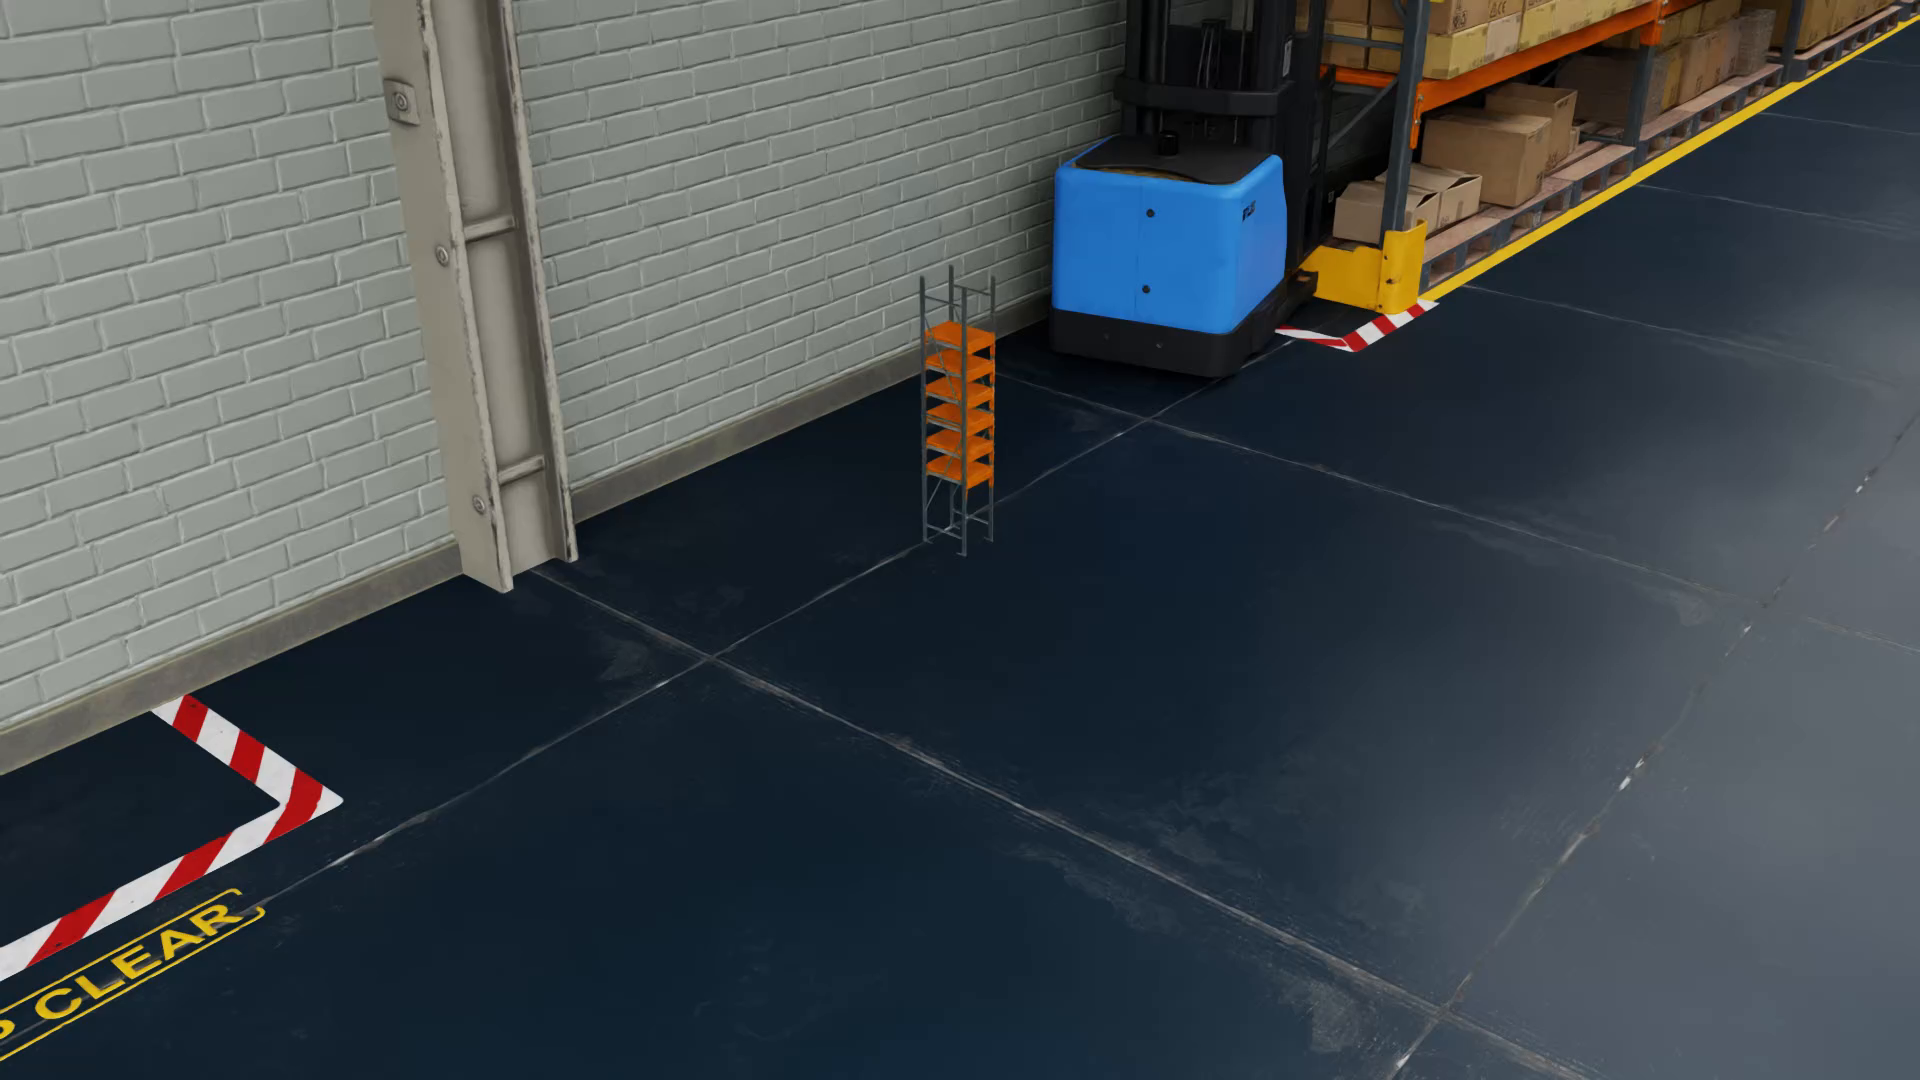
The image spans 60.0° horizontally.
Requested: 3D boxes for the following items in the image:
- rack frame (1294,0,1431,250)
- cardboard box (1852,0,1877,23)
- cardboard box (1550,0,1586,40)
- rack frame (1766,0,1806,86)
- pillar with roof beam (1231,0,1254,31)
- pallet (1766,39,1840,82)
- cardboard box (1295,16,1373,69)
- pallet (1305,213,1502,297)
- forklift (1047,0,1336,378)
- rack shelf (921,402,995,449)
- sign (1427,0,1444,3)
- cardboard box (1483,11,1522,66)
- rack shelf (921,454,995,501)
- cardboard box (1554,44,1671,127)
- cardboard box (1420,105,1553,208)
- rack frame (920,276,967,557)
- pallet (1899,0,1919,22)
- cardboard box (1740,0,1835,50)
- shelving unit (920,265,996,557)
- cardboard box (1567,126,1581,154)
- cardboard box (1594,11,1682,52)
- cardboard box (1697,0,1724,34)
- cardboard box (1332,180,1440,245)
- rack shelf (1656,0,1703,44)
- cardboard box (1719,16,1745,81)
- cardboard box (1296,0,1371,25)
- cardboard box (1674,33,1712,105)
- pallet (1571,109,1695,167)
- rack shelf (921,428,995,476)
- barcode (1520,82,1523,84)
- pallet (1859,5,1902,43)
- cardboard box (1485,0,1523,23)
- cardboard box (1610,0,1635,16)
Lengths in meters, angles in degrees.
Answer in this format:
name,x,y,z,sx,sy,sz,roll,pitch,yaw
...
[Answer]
name,x,y,z,sx,sy,sz,roll,pitch,yaw
rack frame,2.171,-2.855,9.505,1.000,3.000,0.127,21,34,34
cardboard box,8.927,-5.757,16.996,0.750,0.750,0.750,22,35,36
cardboard box,3.697,-3.423,10.744,0.500,0.250,0.500,21,34,35
rack frame,7.259,-5.692,14.987,1.000,3.000,0.127,21,34,34
pillar with roof beam,5.270,-4.763,6.662,9.100,9.000,0.400,21,34,34
pallet,7.819,-4.711,16.126,1.003,0.211,1.213,21,34,34
cardboard box,2.318,-3.020,9.964,0.500,0.250,0.500,21,34,35
pallet,2.763,-1.921,10.734,1.003,0.211,1.213,21,34,34
forklift,1.577,-2.804,9.481,1.130,2.935,3.031,12,30,23
rack shelf,-0.009,-0.488,6.985,0.258,0.103,0.180,21,34,34
sign,2.589,-3.081,8.999,0.100,0.325,0.005,21,34,34
cardboard box,3.045,-3.066,10.053,0.500,0.250,0.500,20,33,33
rack shelf,-0.009,-0.275,7.095,0.258,0.103,0.180,21,34,34
cardboard box,5.170,-3.624,13.233,0.700,0.500,0.500,22,35,36
cardboard box,3.548,-2.607,11.266,0.700,0.500,0.500,18,33,31
rack frame,-0.067,-0.495,6.902,0.240,1.200,0.006,21,34,34
pallet,10.348,-6.118,18.846,1.003,0.211,1.213,21,34,34
cardboard box,7.828,-5.146,15.815,0.750,0.750,0.750,20,34,34
shelving unit,-0.009,-0.528,6.964,0.258,1.200,0.189,21,34,34
cardboard box,4.398,-3.012,12.412,0.380,0.166,0.250,16,31,28
cardboard box,5.448,-4.115,13.365,0.500,0.250,0.500,20,33,33
cardboard box,6.107,-4.472,14.055,0.500,0.250,0.500,21,34,34
cardboard box,2.680,-2.075,10.445,0.500,0.311,0.500,17,32,29
rack shelf,5.987,-4.663,13.782,1.077,0.370,4.000,21,34,34
cardboard box,6.424,-4.358,14.650,0.700,0.500,0.500,21,34,34
cardboard box,2.306,-3.360,9.805,0.500,0.500,0.500,20,34,34
cardboard box,5.816,-3.991,13.942,0.700,0.500,0.500,21,34,35
pallet,5.209,-3.311,13.421,1.003,0.211,1.213,21,34,34
rack shelf,-0.009,-0.382,7.040,0.258,0.103,0.180,21,34,34
barcode,4.186,-3.379,12.411,0.001,0.075,0.075,21,34,34
pallet,9.371,-5.576,17.798,1.003,0.211,1.213,21,34,34
cardboard box,3.028,-3.384,9.853,0.500,0.500,0.500,21,34,35
cardboard box,4.324,-3.785,11.443,0.500,0.250,0.500,21,34,35
